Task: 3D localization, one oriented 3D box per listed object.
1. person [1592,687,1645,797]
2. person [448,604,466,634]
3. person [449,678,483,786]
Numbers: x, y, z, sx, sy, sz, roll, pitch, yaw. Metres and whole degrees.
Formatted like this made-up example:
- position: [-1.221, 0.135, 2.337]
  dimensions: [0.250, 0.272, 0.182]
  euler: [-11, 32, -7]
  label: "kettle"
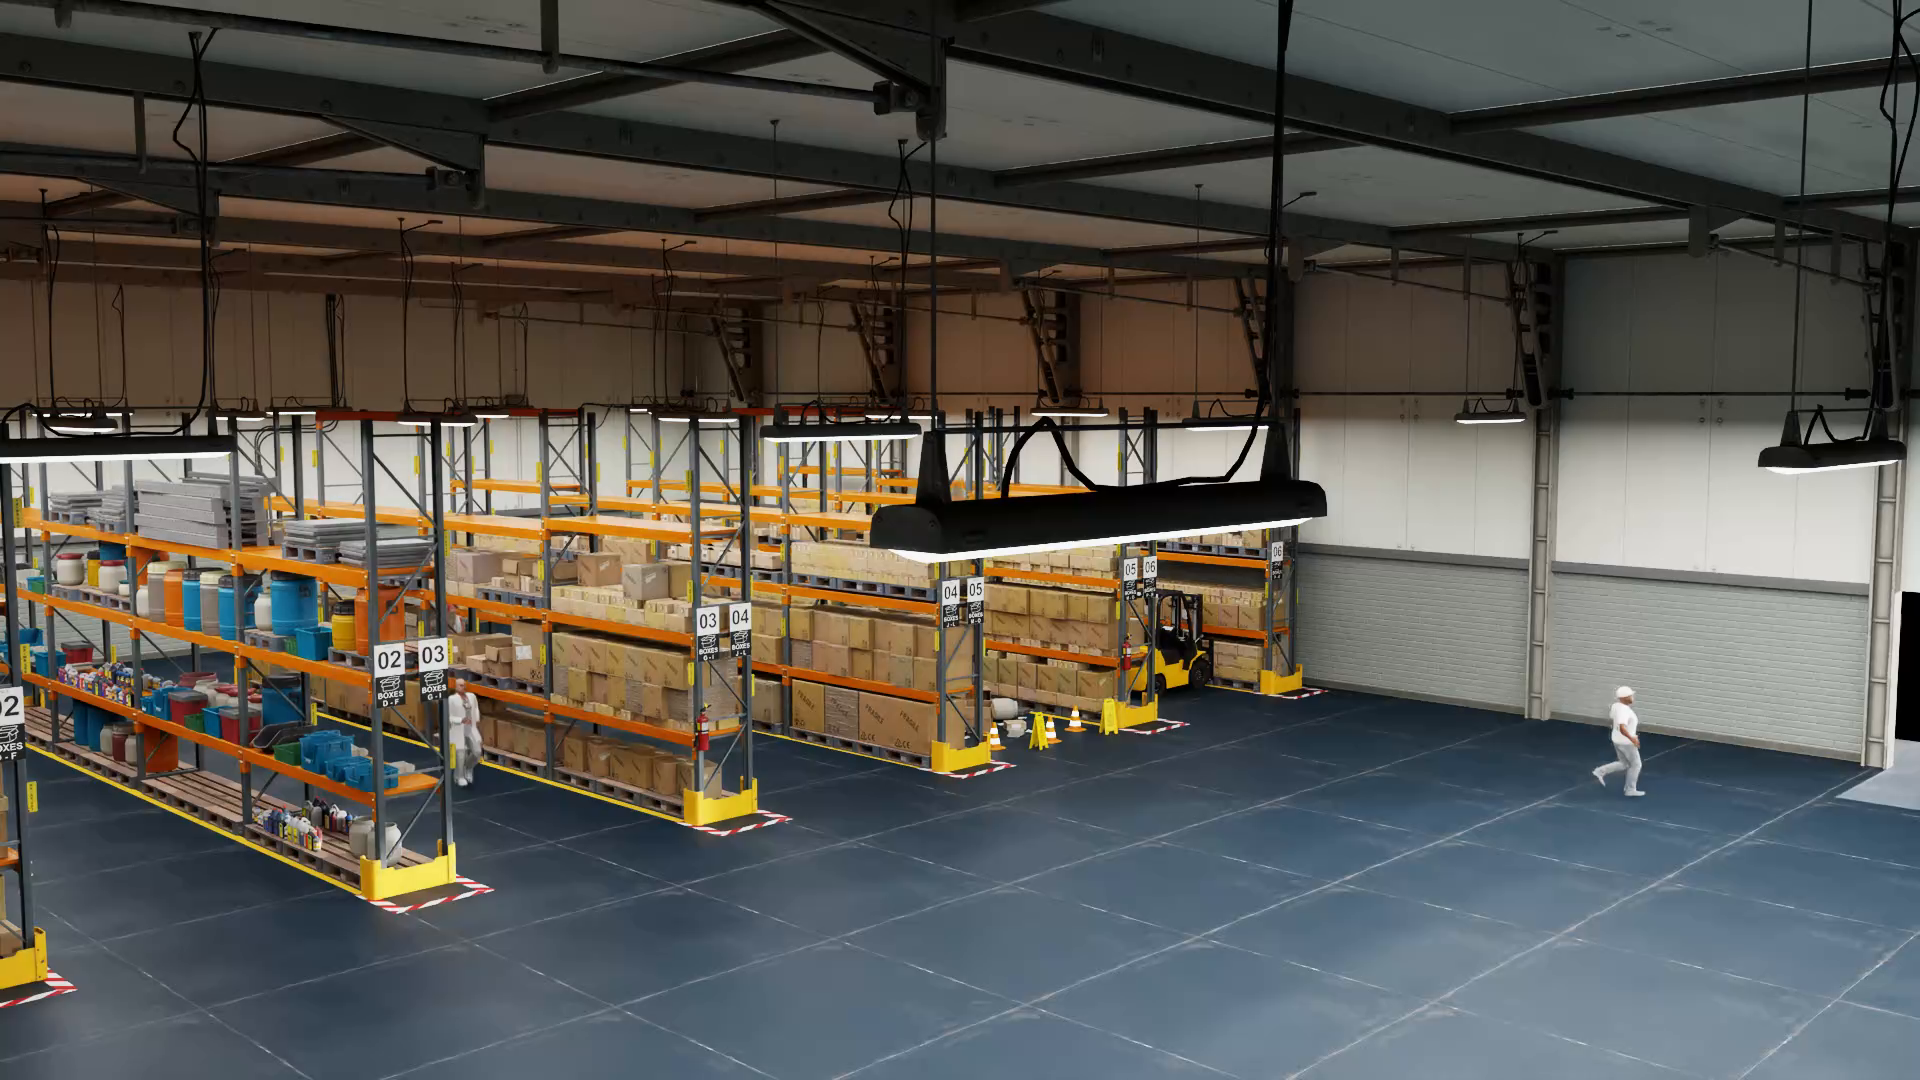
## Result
- position: [10.363, 3.156, 26.082]
  dimensions: [0.795, 1.733, 0.739]
  euler: [0, 5, 4]
  label: "person"
- position: [-11.132, 2.235, 36.507]
  dimensions: [0.626, 1.739, 0.666]
  euler: [5, 7, 45]
  label: "person"
- position: [-7.937, 3.091, 26.670]
  dimensions: [0.689, 1.743, 0.681]
  euler: [-4, 7, -41]
  label: "person"
